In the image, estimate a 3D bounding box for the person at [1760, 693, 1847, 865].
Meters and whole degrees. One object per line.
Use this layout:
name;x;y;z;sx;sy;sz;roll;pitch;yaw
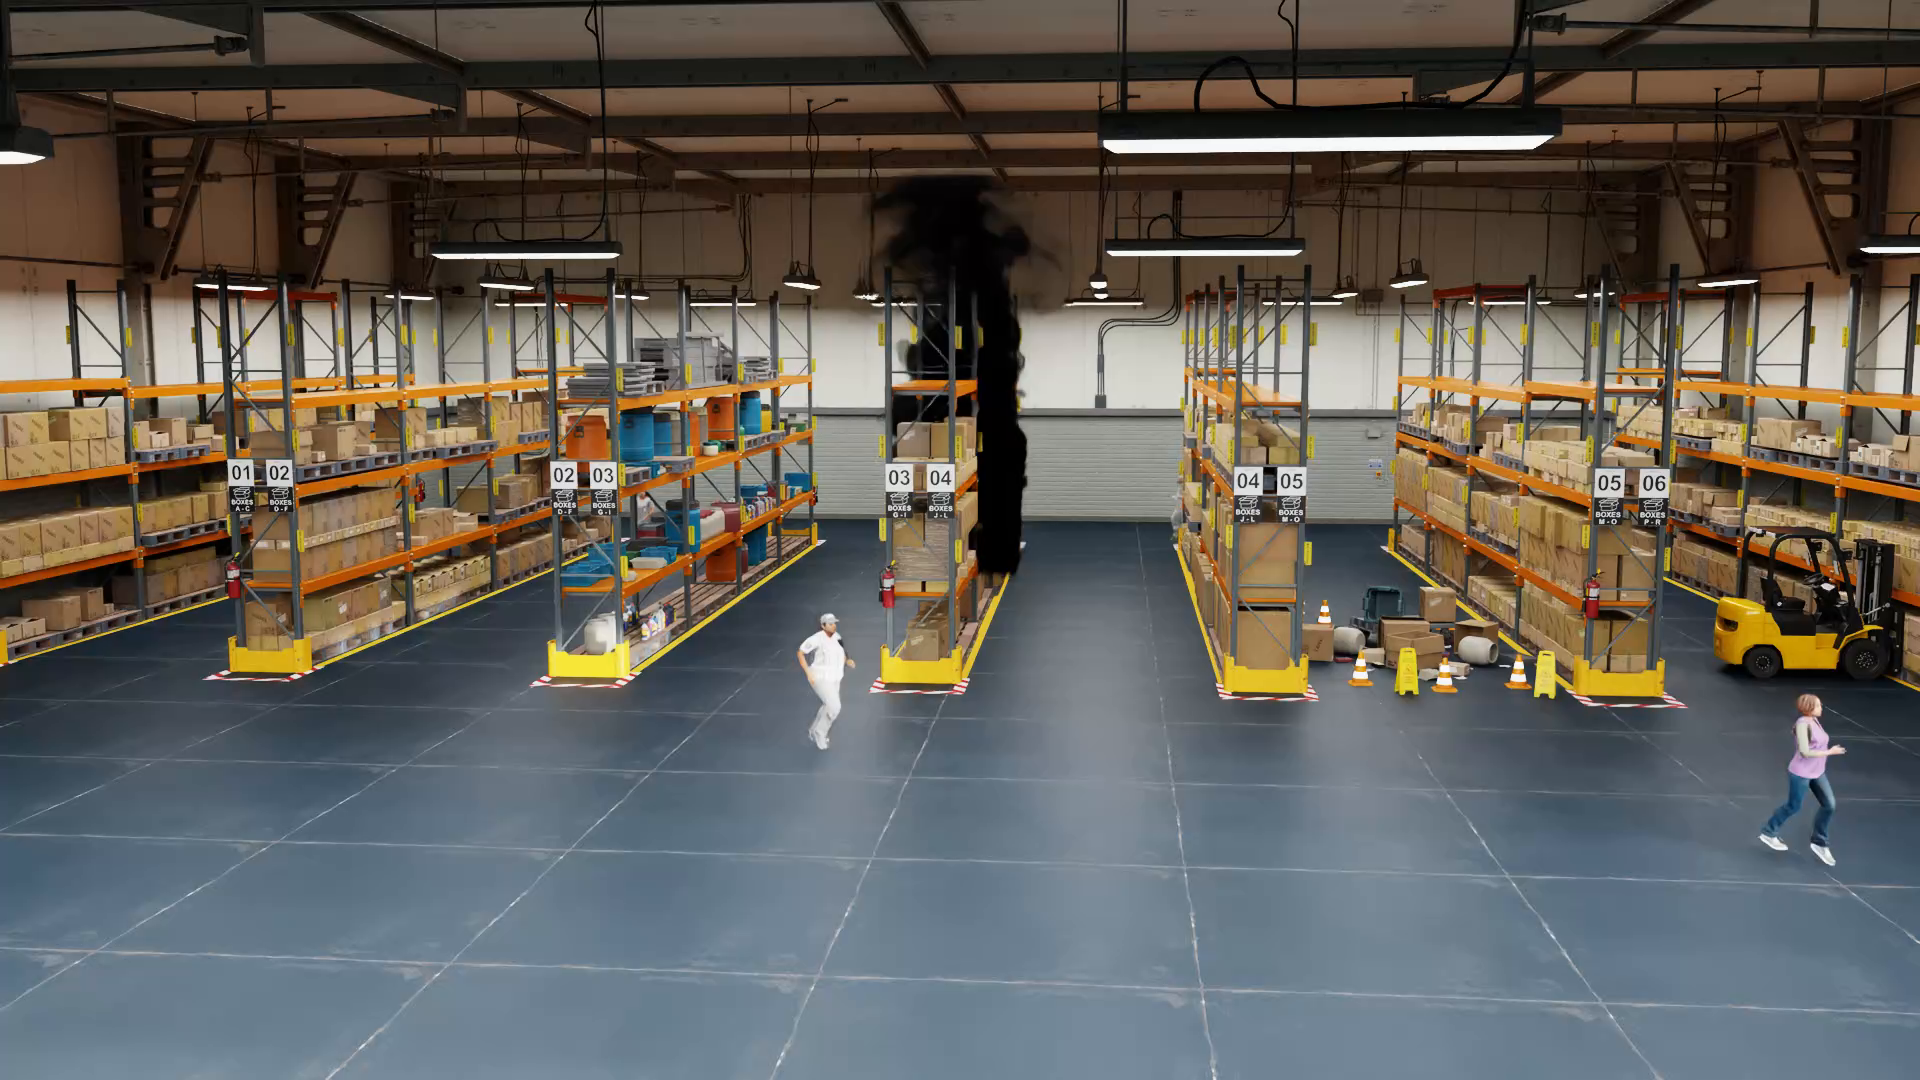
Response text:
person;8.109;2.277;15.960;0.510;1.646;0.724;-6;9;-39

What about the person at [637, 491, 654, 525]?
person;-7.282;-0.423;38.090;0.552;1.620;0.592;0;7;-2

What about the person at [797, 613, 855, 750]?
person;-1.605;1.729;20.378;0.662;1.675;0.600;5;8;34

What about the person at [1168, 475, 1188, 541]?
person;5.542;-0.793;40.782;0.722;1.769;0.800;0;7;-3
